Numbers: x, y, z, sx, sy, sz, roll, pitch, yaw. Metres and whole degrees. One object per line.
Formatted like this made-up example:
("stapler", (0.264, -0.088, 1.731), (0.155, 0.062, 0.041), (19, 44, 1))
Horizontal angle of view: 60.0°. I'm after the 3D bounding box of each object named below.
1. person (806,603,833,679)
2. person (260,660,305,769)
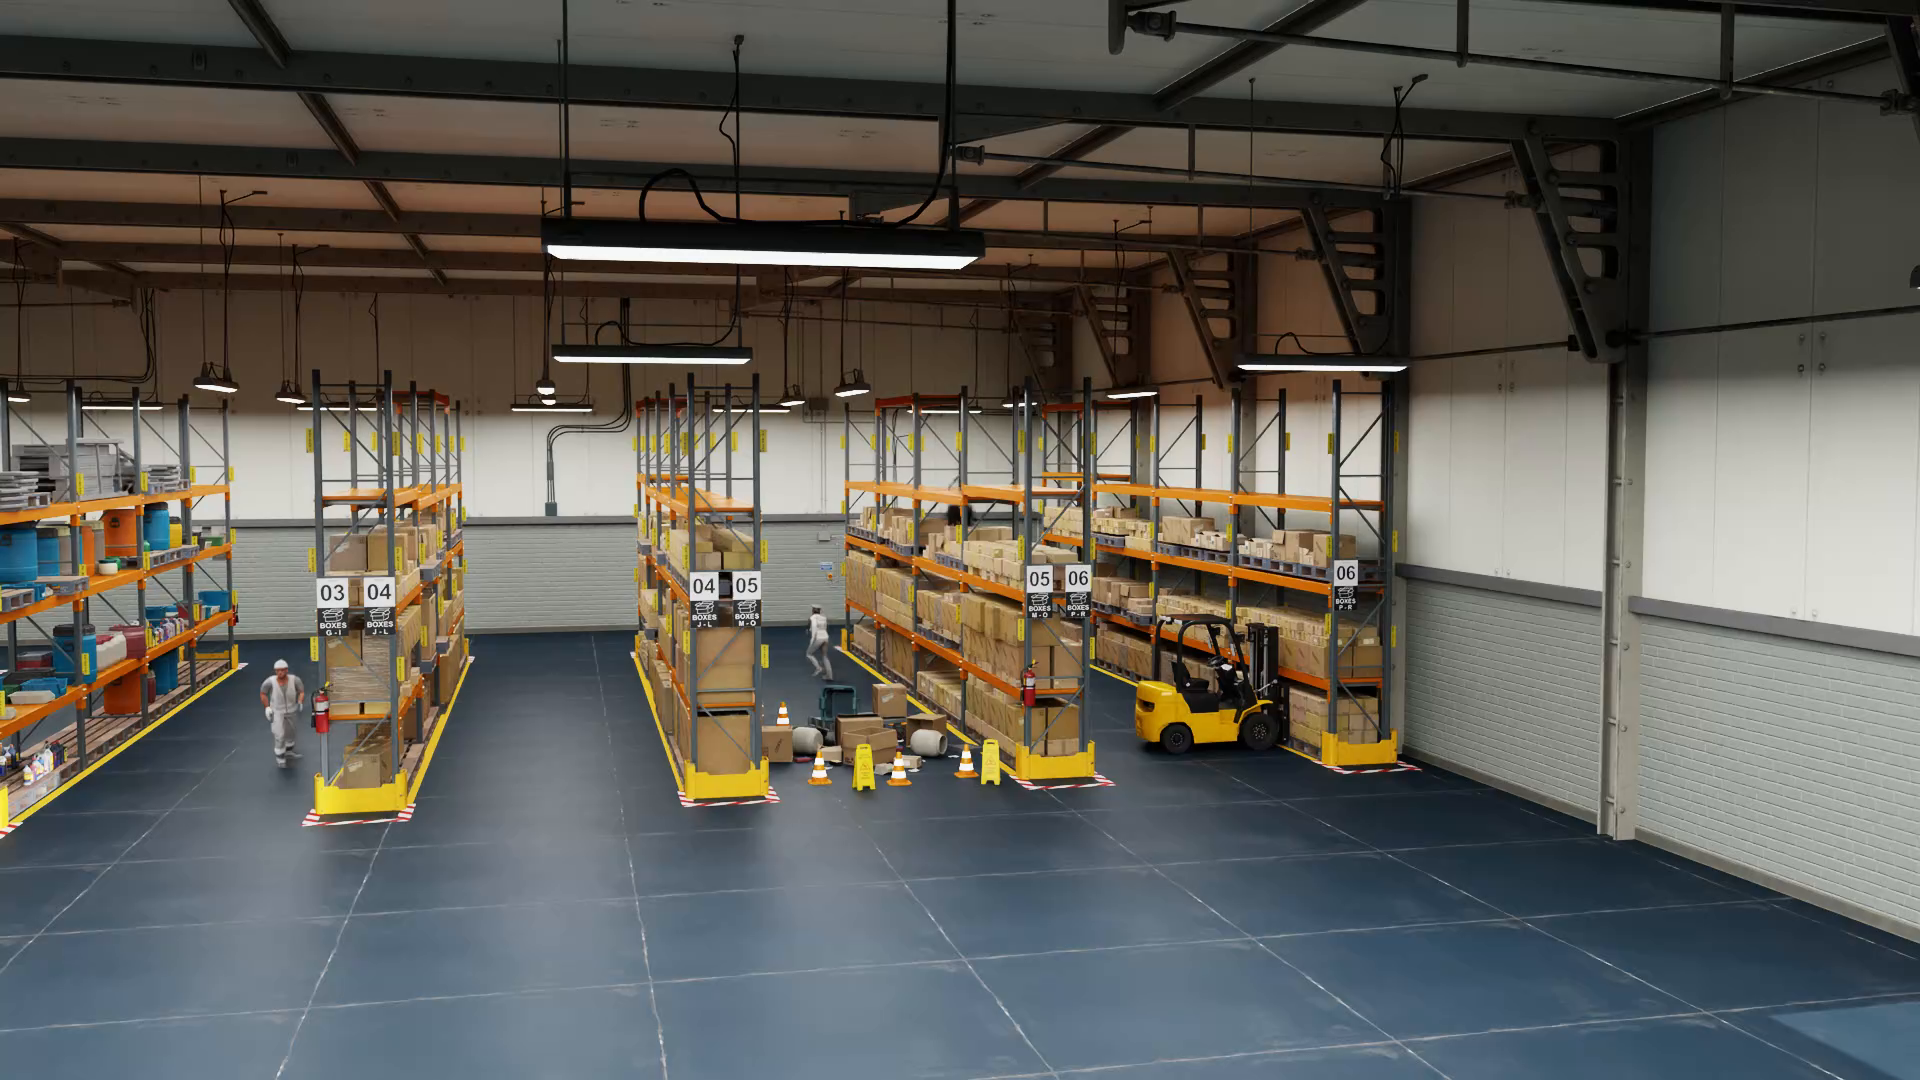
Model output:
("person", (-3.028, 2.153, 35.508), (0.604, 1.576, 0.850), (-3, 5, -44))
("person", (-10.455, 2.672, 25.755), (0.690, 1.702, 0.919), (-3, 4, -39))
